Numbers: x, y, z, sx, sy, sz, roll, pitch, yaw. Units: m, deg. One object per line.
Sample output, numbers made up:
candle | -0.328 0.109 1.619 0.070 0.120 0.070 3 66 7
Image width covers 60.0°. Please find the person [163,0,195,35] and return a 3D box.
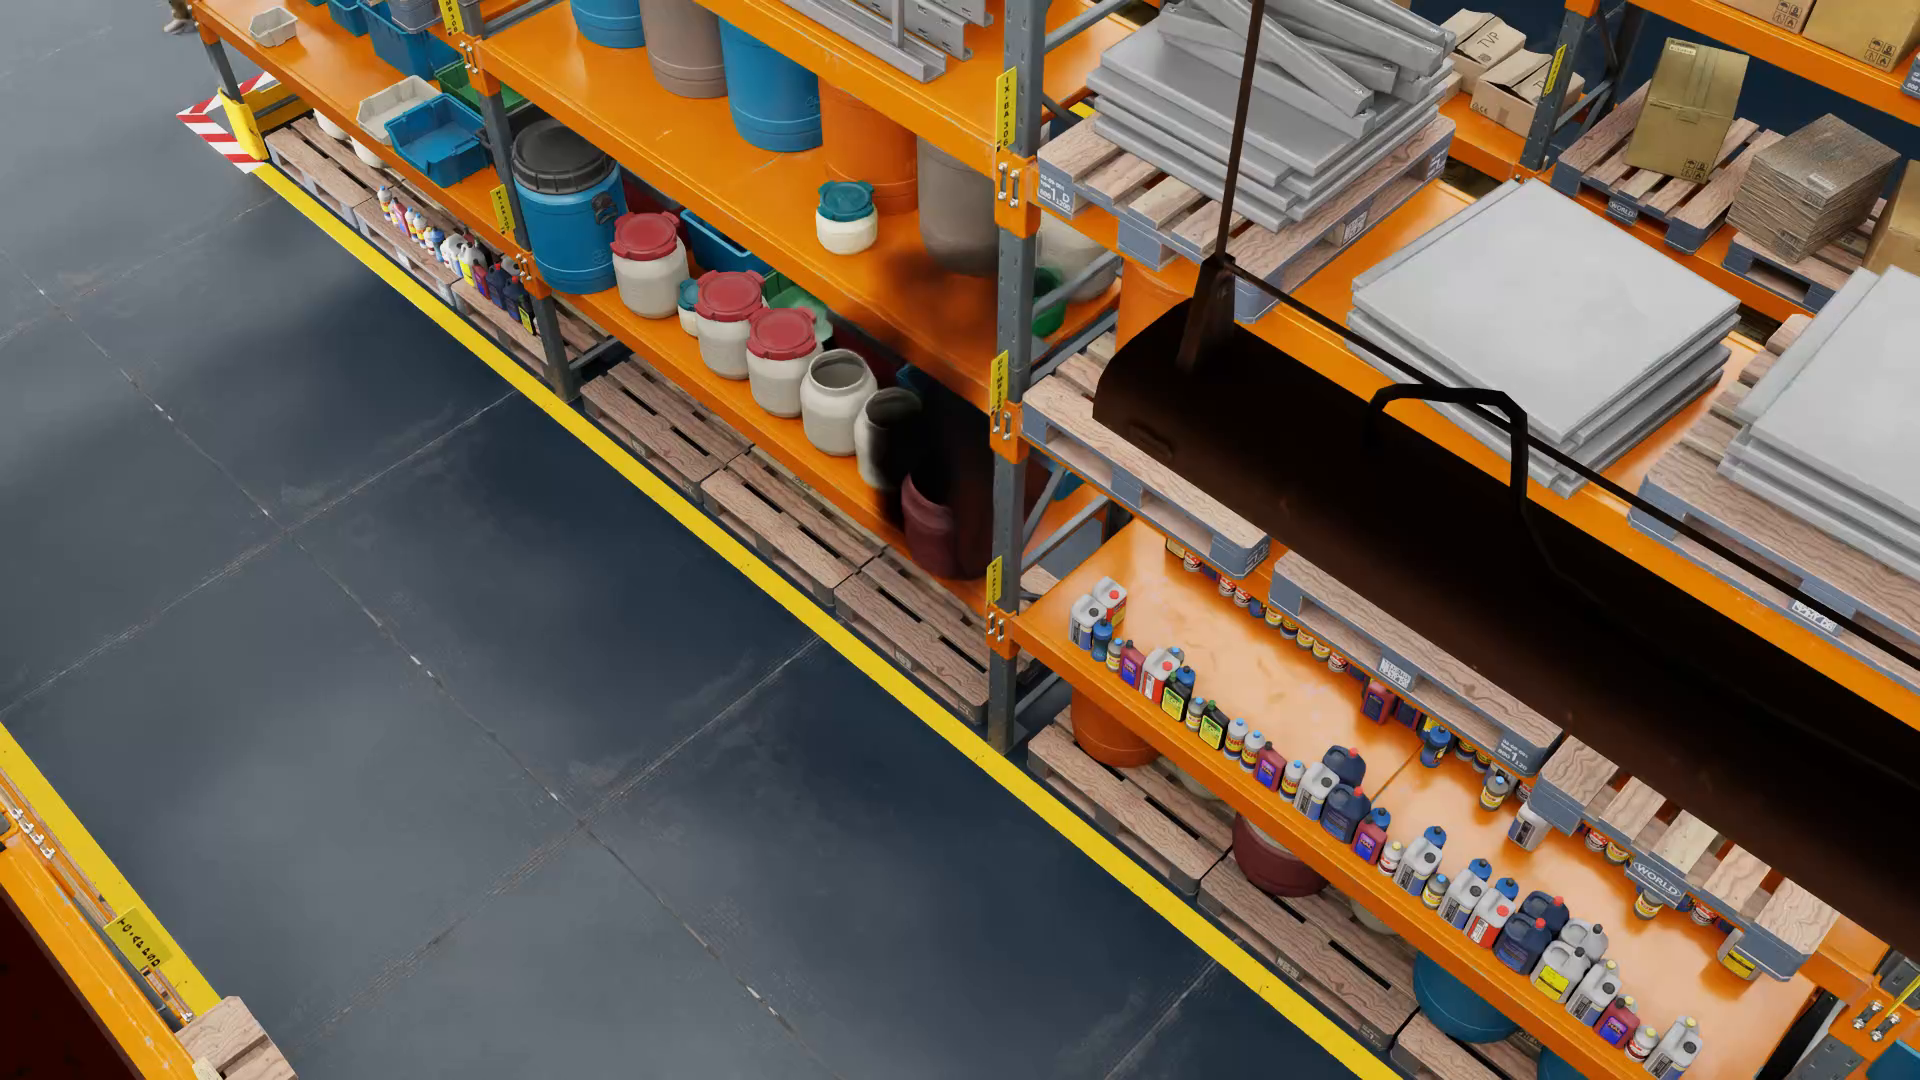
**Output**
person | -6.257 -4.794 13.246 0.827 1.802 0.700 -8 50 -6
